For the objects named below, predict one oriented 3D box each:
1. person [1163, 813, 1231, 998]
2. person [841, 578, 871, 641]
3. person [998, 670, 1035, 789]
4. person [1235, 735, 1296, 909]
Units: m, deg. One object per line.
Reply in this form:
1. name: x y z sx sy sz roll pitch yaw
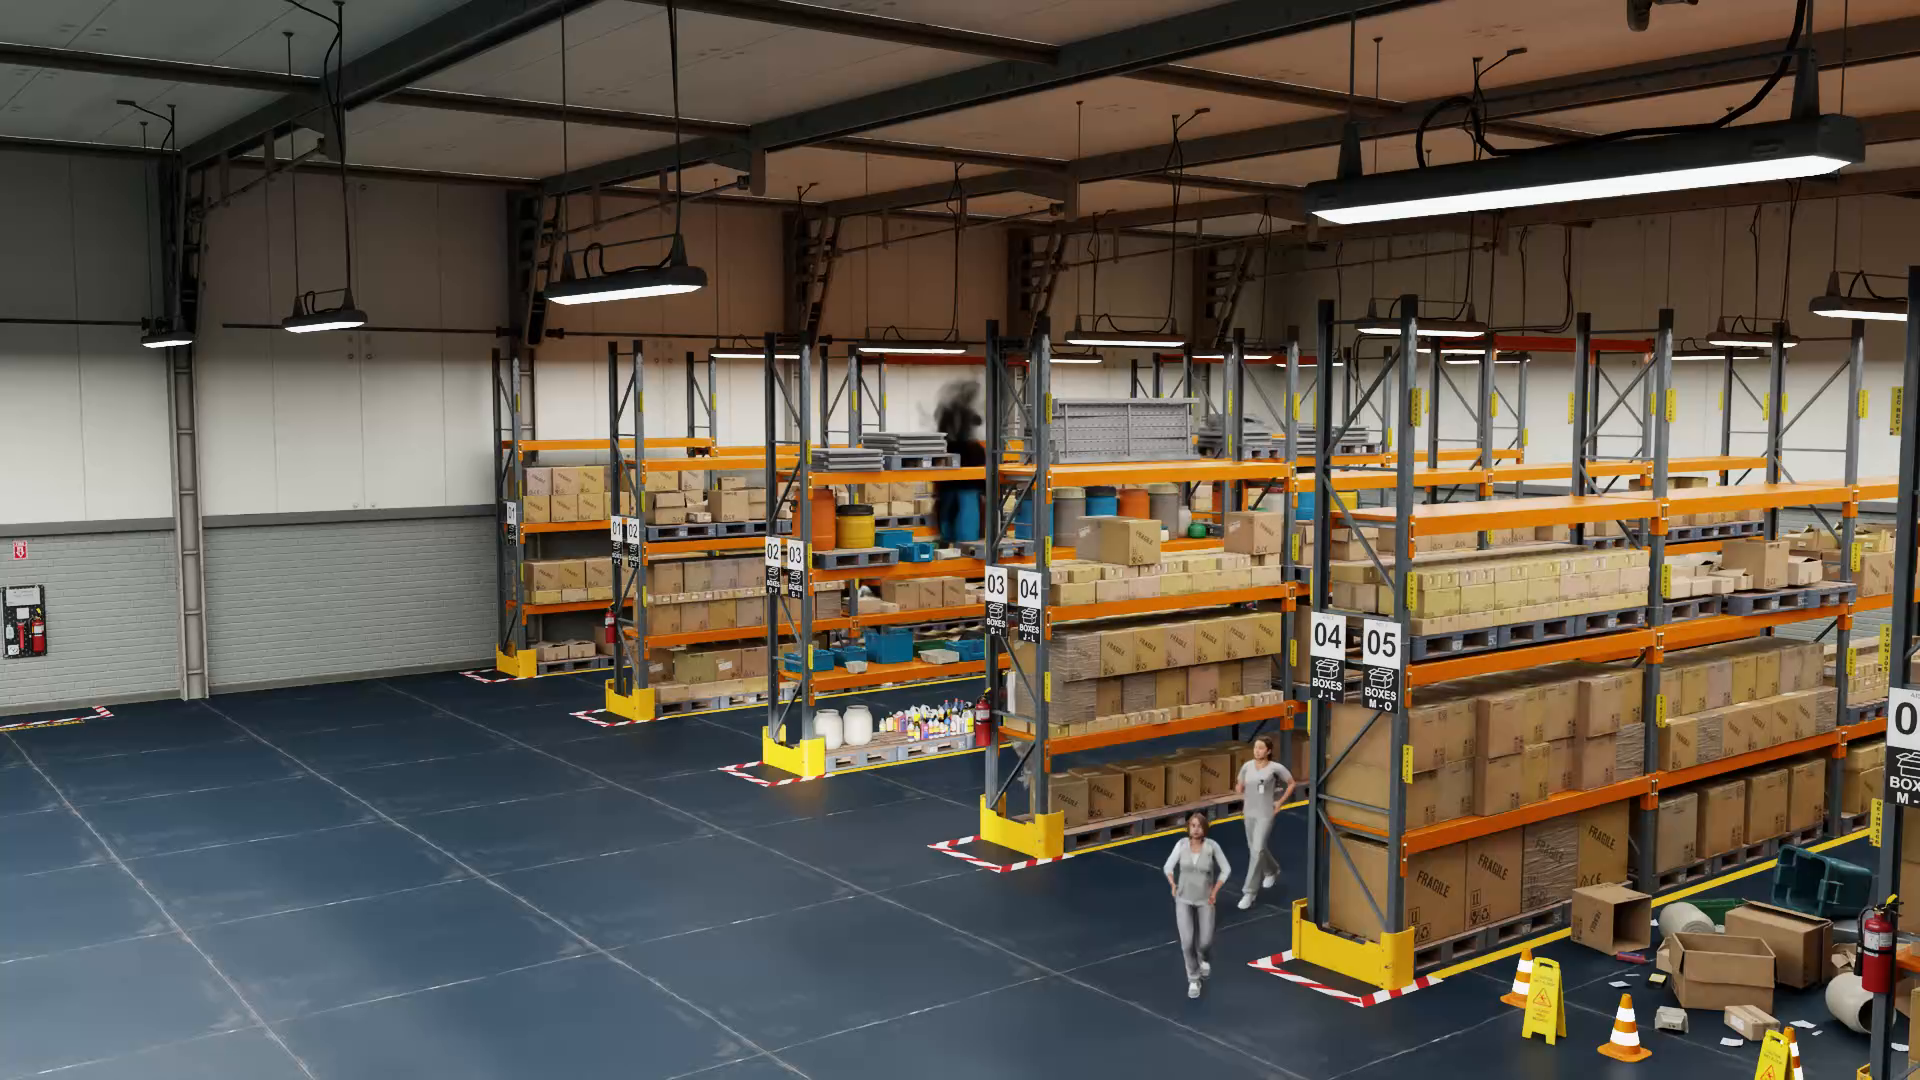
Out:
1. person: 2.042 3.143 14.393 0.581 1.581 0.533 1 5 11
2. person: -2.006 1.485 31.870 0.661 1.783 0.670 -5 7 -45
3. person: 0.756 2.204 20.729 0.626 1.814 0.680 -4 7 -41
4. person: 3.049 2.827 16.898 0.568 1.659 0.905 4 7 41
